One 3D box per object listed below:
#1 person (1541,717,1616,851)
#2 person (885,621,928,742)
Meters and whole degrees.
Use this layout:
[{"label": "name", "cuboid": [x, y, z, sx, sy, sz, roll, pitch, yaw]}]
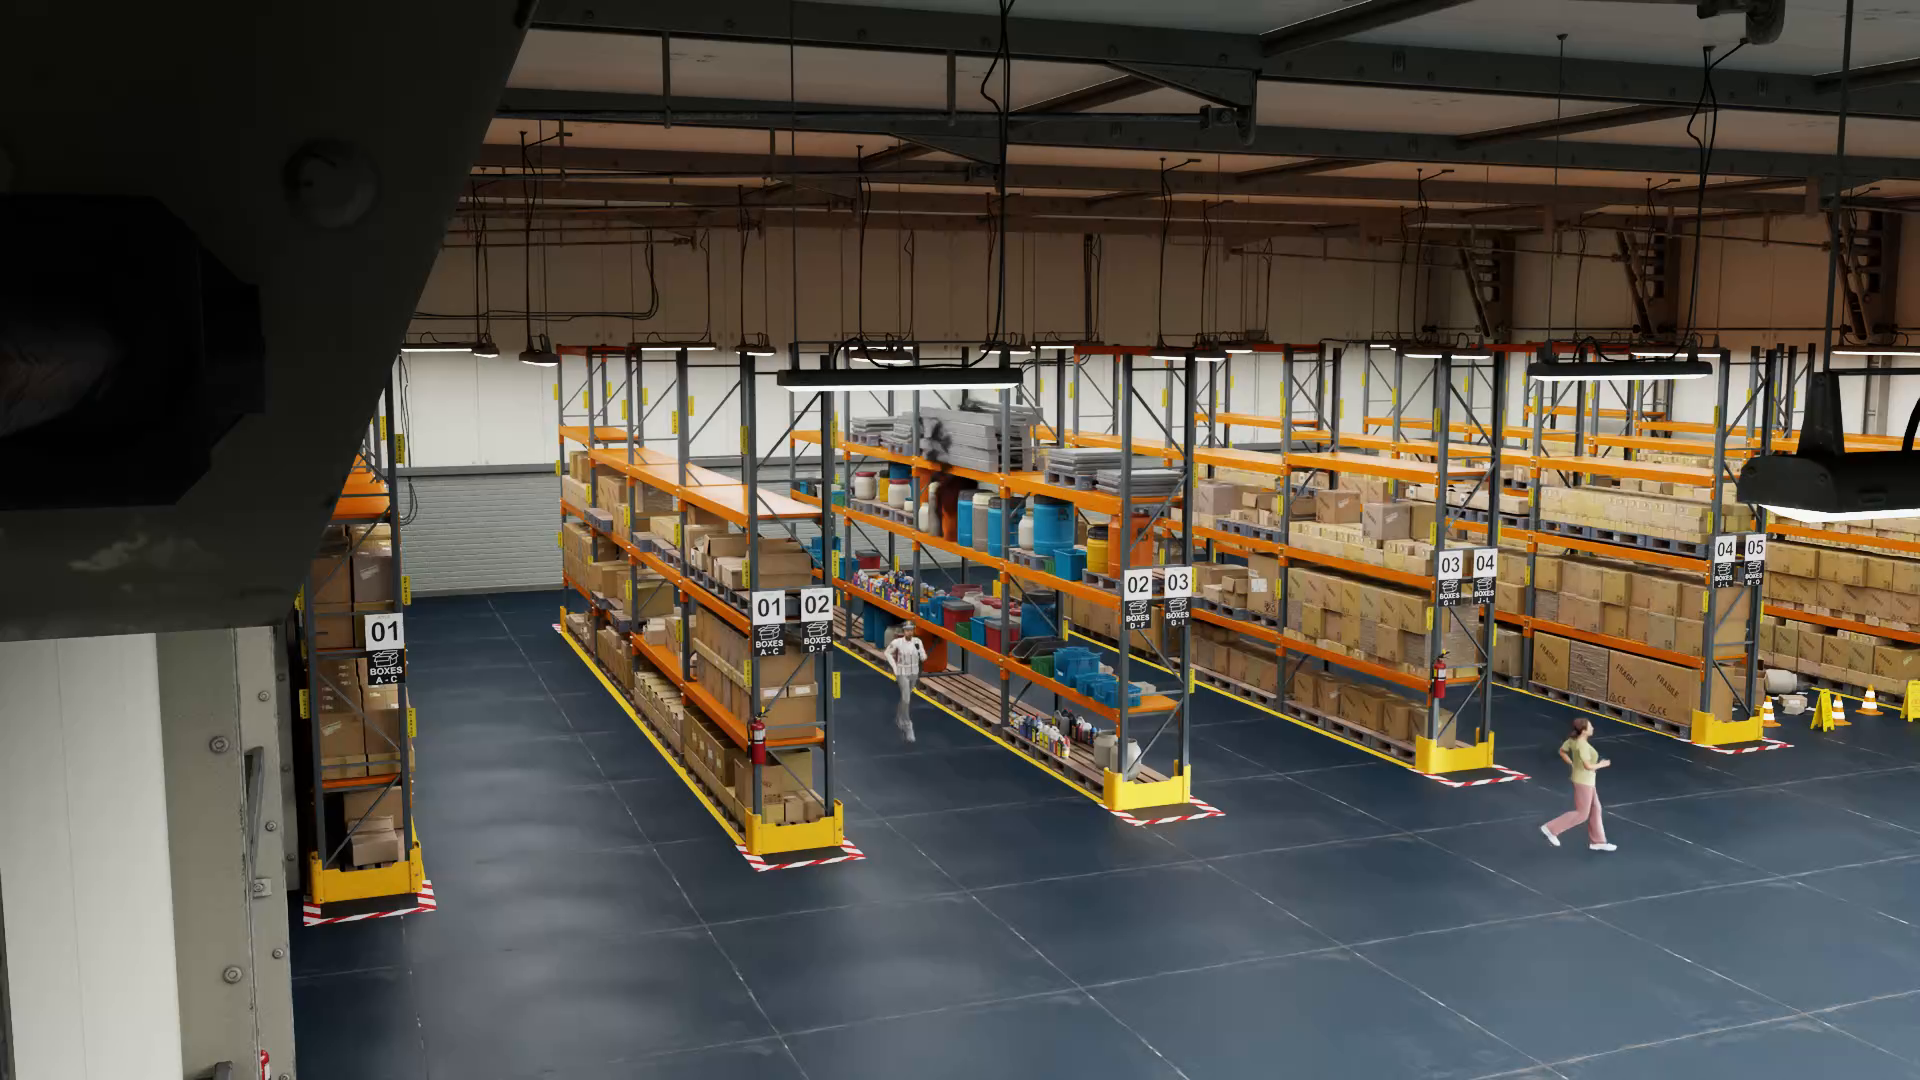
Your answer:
[{"label": "person", "cuboid": [7.512, 2.950, 20.125, 0.926, 1.646, 0.587, 1, 7, 6]}, {"label": "person", "cuboid": [-0.768, 2.070, 24.866, 0.581, 1.795, 0.722, -4, 8, -30]}]
